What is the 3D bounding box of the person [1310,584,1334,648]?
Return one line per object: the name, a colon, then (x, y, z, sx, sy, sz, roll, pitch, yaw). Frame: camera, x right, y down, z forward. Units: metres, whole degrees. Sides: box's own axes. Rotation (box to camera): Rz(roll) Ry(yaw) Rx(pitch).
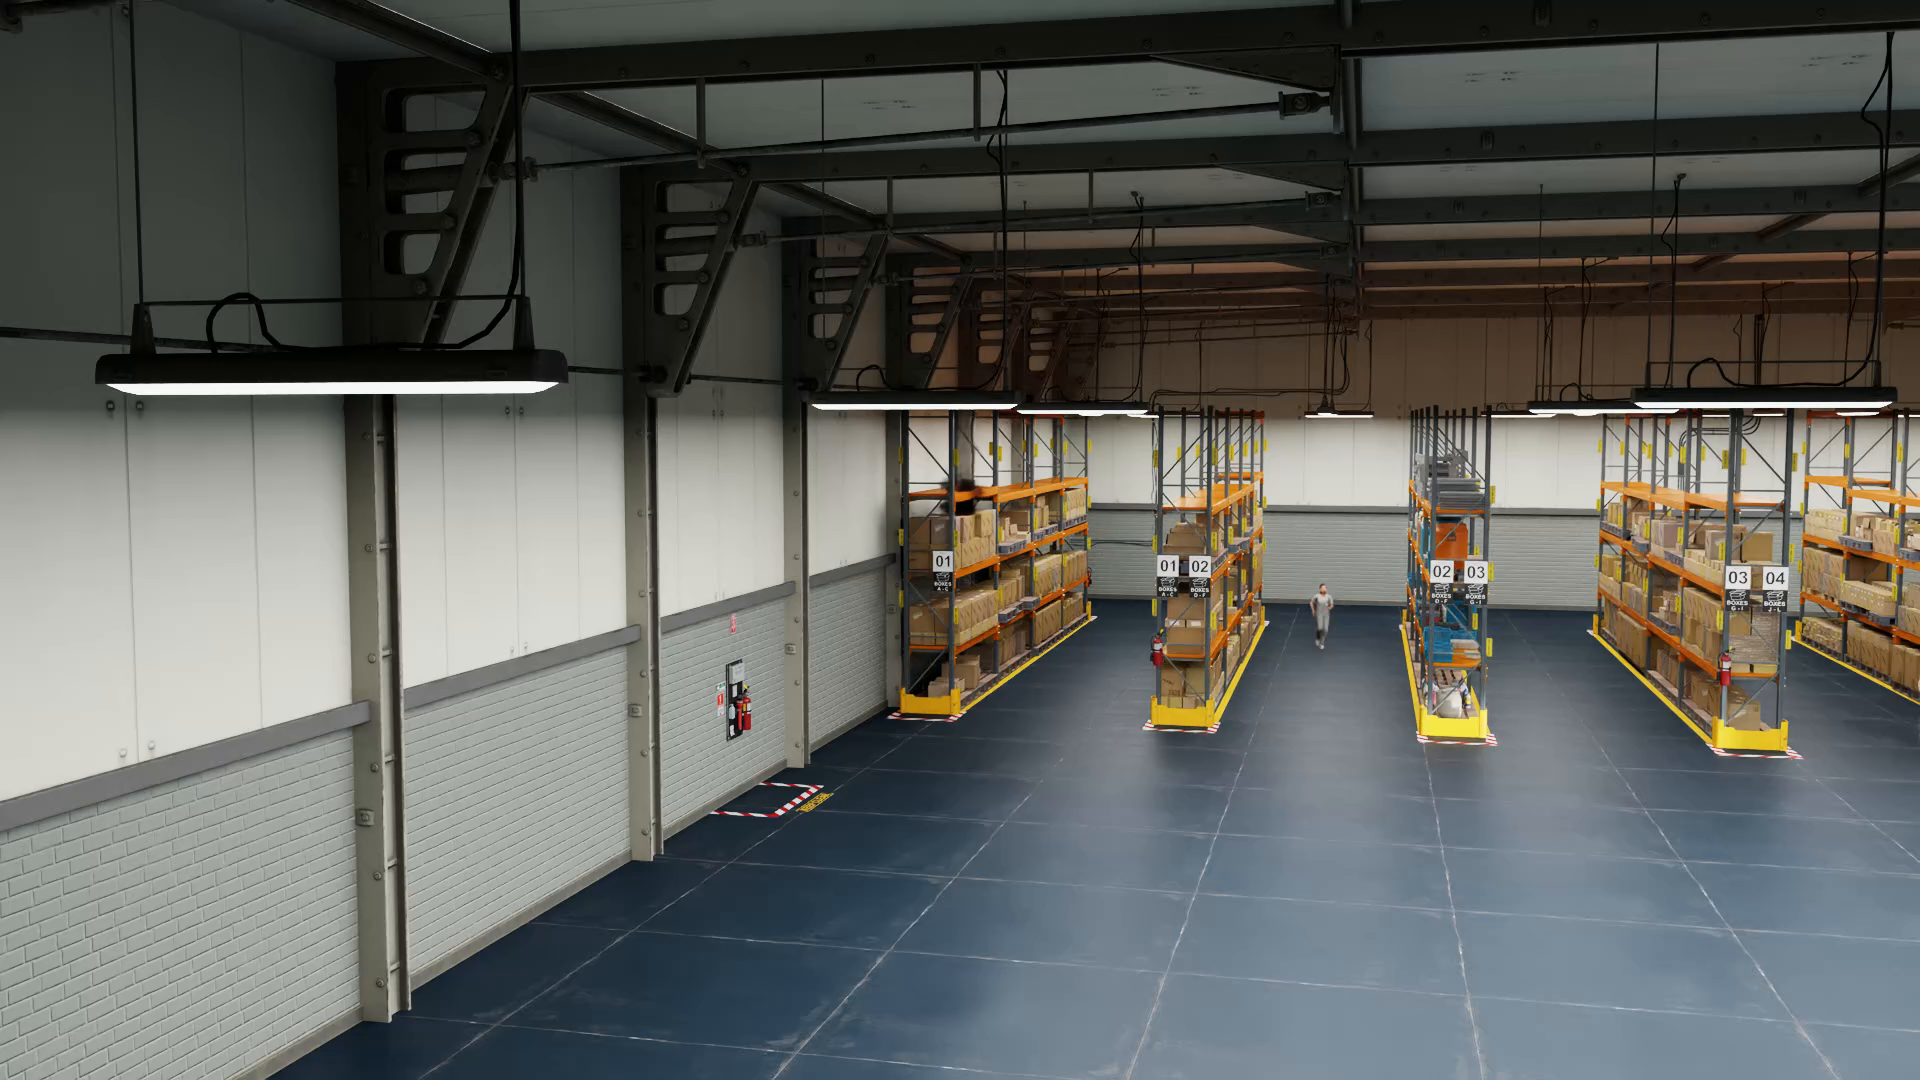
person: (9.080, 1.912, 41.648, 0.548, 1.633, 0.585, 0, 4, 1)
